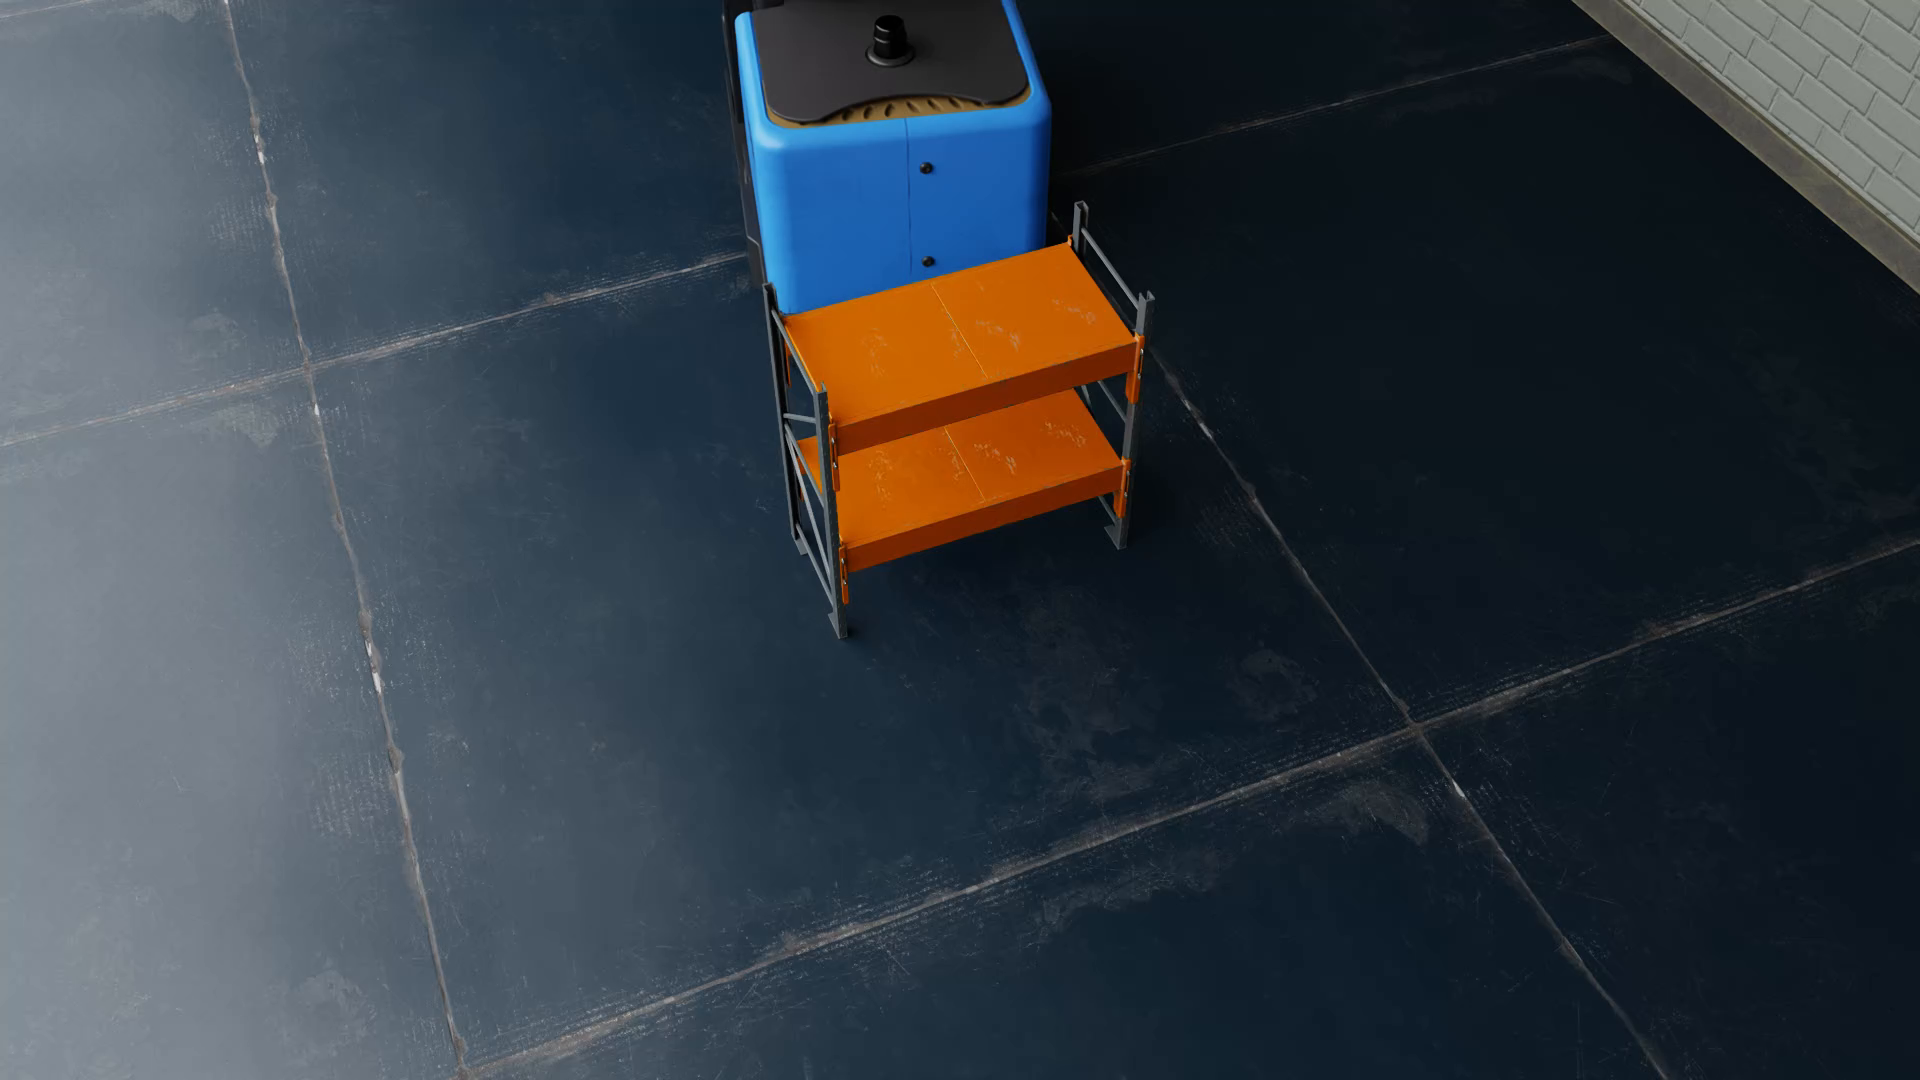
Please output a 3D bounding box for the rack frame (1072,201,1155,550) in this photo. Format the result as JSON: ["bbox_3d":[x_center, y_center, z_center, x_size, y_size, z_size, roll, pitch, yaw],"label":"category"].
[{"bbox_3d":[0.464,-0.510,5.447,0.032,1.125,0.500,-17,52,-14],"label":"rack frame"}]

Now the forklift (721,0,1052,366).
[{"bbox_3d":[-0.429,-2.744,6.175,1.130,2.935,3.031,-7,50,-6],"label":"forklift"}]

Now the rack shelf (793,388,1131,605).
[{"bbox_3d":[-0.006,-0.205,5.507,1.000,0.278,0.538,-17,52,-14],"label":"rack shelf"}]

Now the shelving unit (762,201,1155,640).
[{"bbox_3d":[-0.006,-0.365,5.322,1.048,1.125,0.538,-17,52,-14],"label":"shelving unit"}]

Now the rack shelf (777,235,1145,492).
[{"bbox_3d":[-0.006,-0.555,5.100,1.000,0.278,0.538,-17,52,-14],"label":"rack shelf"}]

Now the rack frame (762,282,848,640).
[{"bbox_3d":[-0.477,-0.219,5.196,0.032,1.125,0.500,-17,52,-14],"label":"rack frame"}]
